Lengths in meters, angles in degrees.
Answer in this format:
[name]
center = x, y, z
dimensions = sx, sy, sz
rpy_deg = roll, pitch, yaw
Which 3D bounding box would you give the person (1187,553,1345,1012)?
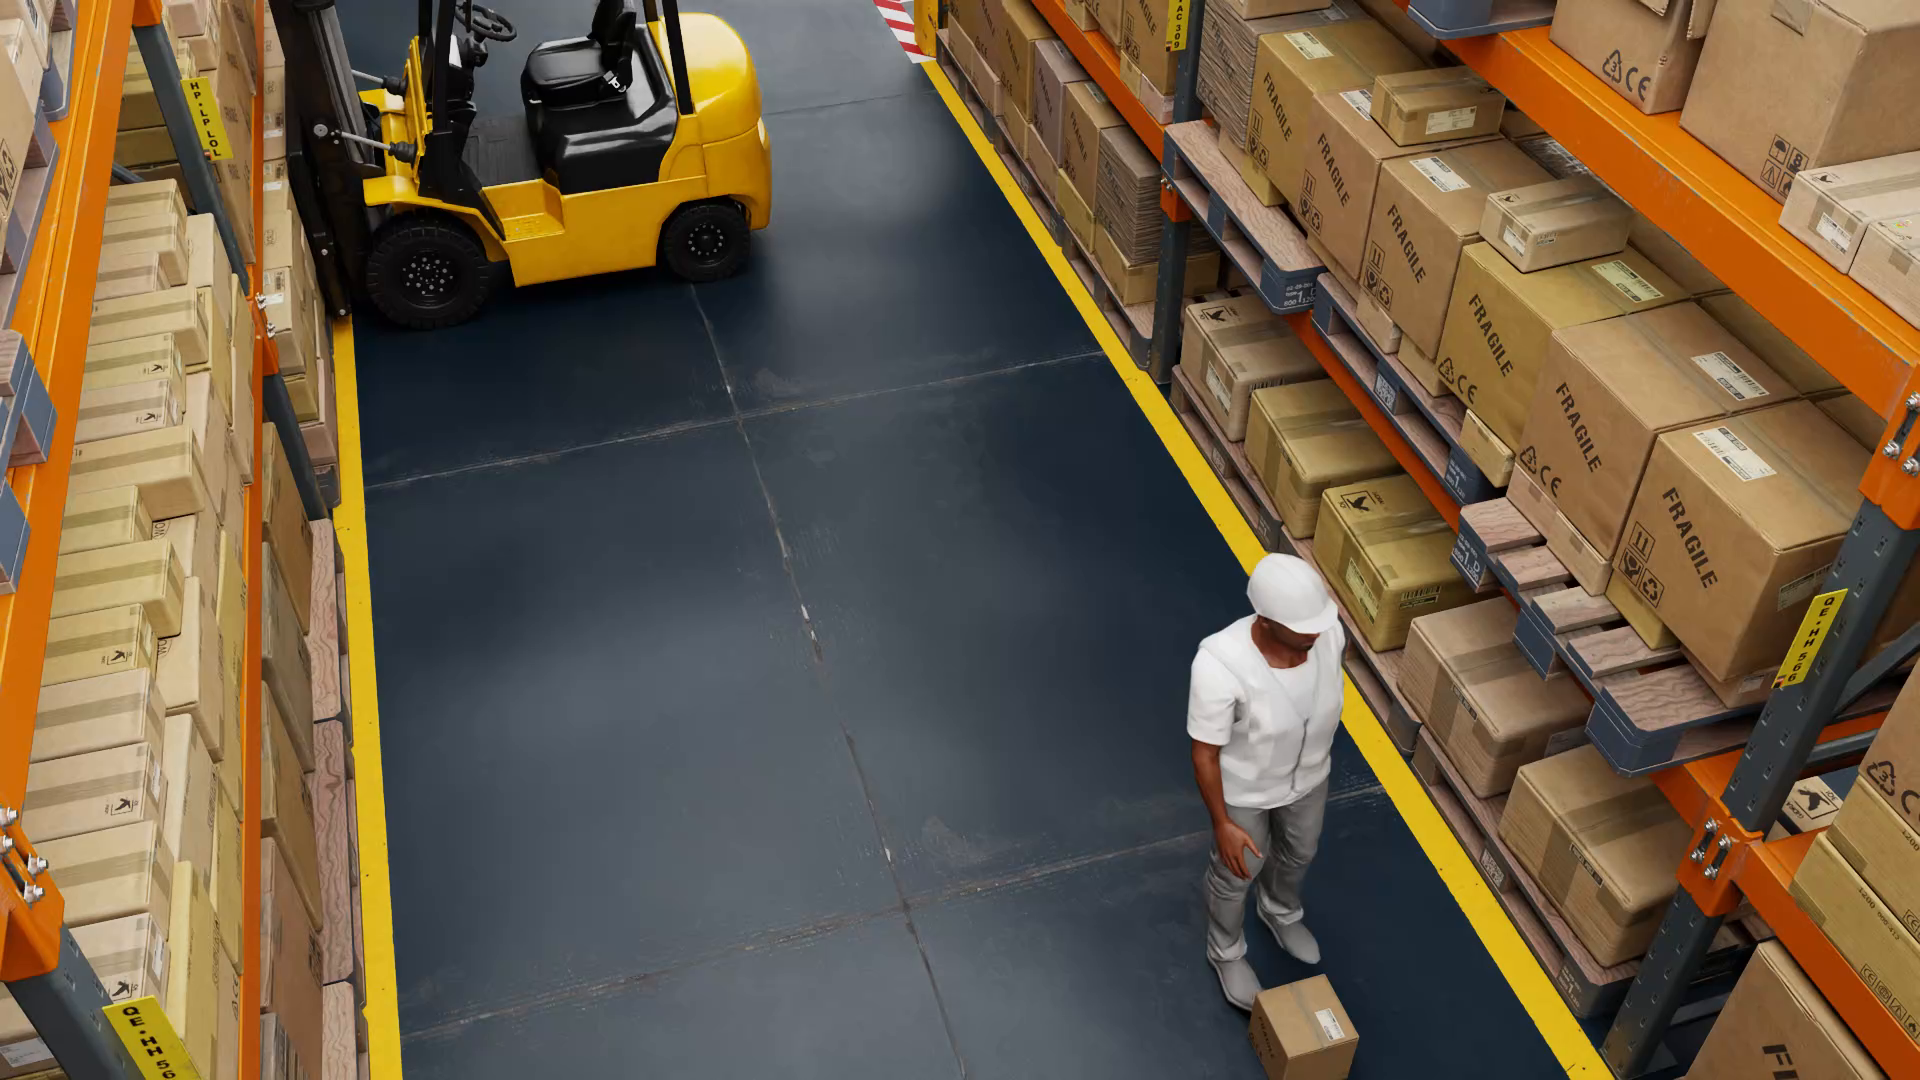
[person]
center = 0.990, 0.800, 5.267
dimensions = 0.591, 1.824, 0.511
rpy_deg = -18, 45, -19
